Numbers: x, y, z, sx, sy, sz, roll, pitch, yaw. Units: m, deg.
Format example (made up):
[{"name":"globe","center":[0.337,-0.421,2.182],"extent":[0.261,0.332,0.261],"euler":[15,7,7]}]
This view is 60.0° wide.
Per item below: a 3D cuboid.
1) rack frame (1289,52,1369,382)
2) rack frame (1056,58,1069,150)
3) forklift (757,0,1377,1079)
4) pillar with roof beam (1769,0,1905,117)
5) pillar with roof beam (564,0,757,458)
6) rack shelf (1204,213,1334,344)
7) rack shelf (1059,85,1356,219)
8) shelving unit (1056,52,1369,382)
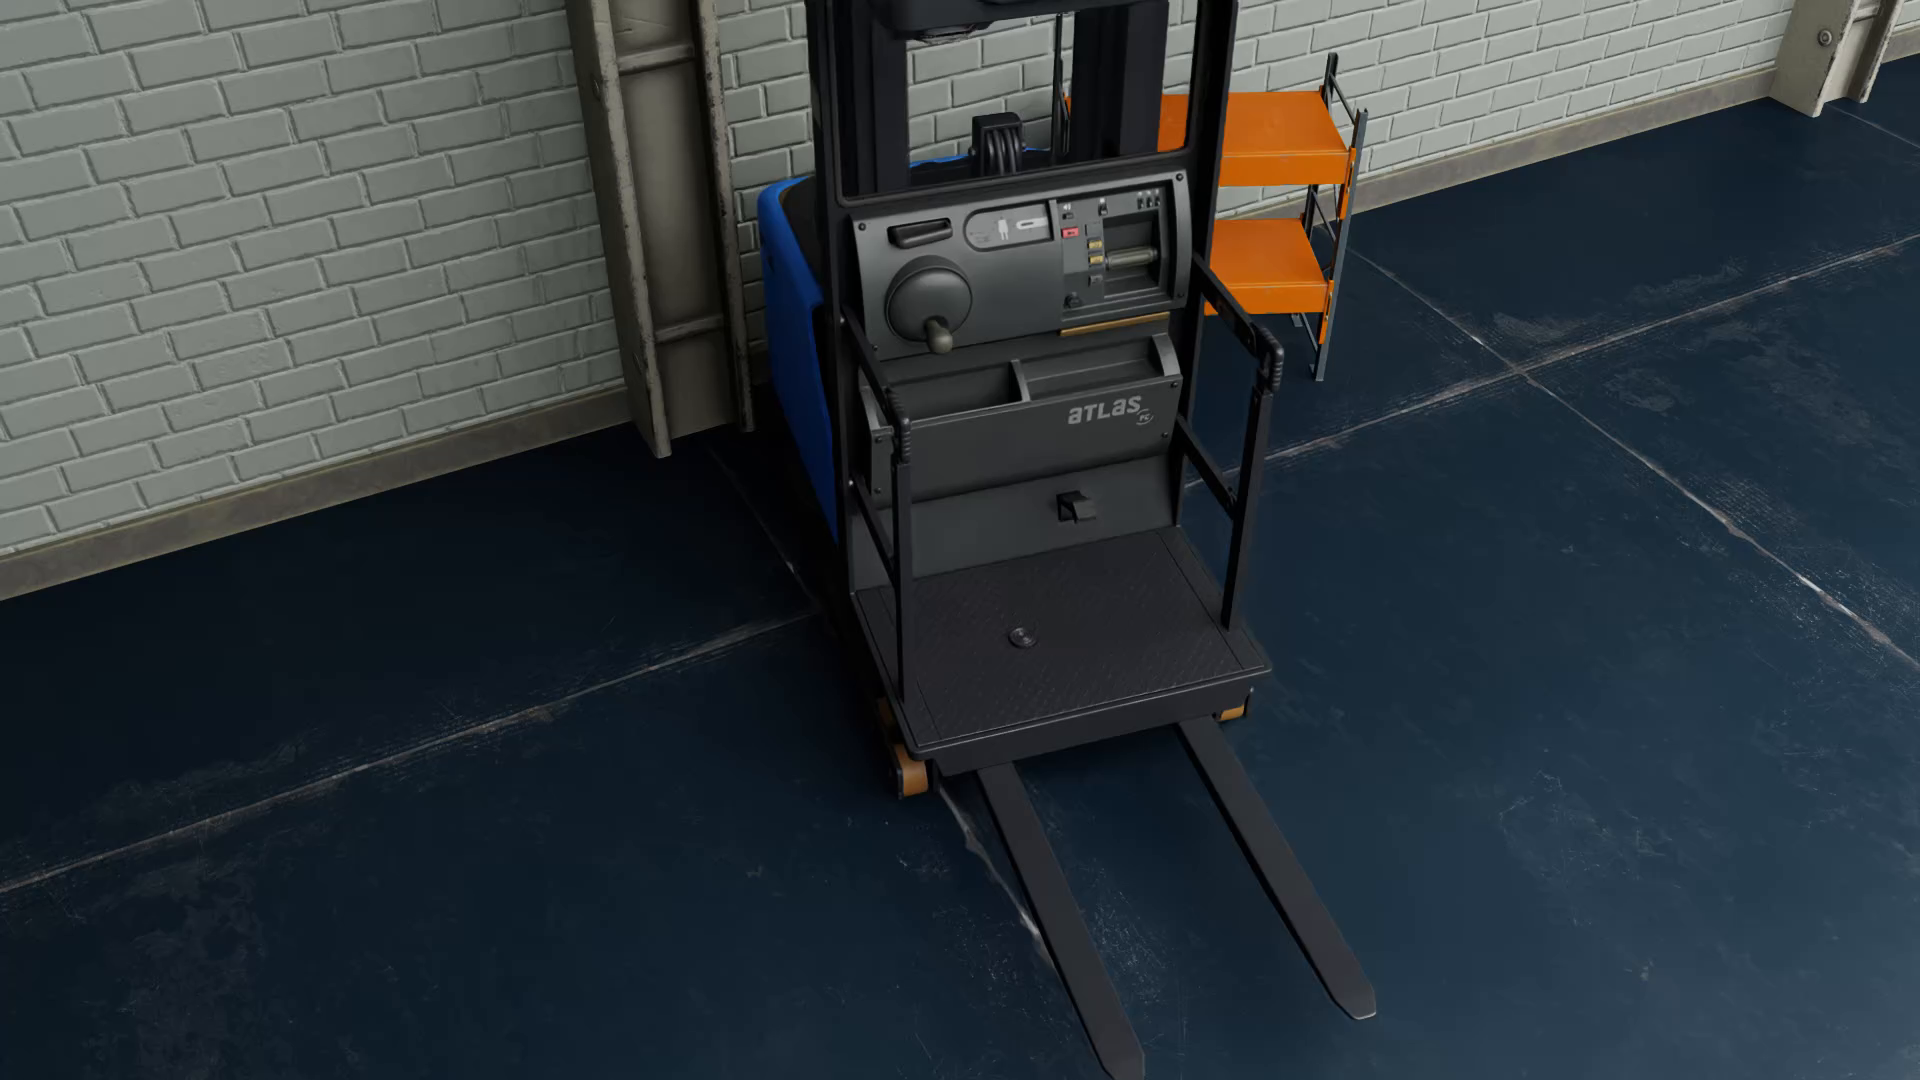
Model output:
[{"name":"rack frame","center":[1.386,-1.209,6.307],"extent":[0.032,1.125,0.500],"euler":[-2,40,-2]},{"name":"rack frame","center":[0.371,-1.174,6.266],"extent":[0.032,1.125,0.500],"euler":[-2,40,-2]},{"name":"forklift","center":[0.242,-0.663,4.265],"extent":[1.130,2.935,3.031],"euler":[-11,42,-13]},{"name":"pillar with roof beam","center":[6.304,-3.203,2.569],"extent":[0.400,9.000,9.100],"euler":[-19,44,-21]},{"name":"pillar with roof beam","center":[0.982,-1.413,0.454],"extent":[0.400,9.000,9.100],"euler":[-19,44,-21]},{"name":"rack shelf","center":[0.879,-1.005,6.445],"extent":[1.000,0.278,0.538],"euler":[-2,40,-2]},{"name":"rack shelf","center":[0.879,-1.415,6.097],"extent":[1.000,0.278,0.538],"euler":[-2,40,-2]},{"name":"shelving unit","center":[0.879,-1.191,6.287],"extent":[1.048,1.125,0.538],"euler":[-2,40,-2]}]
